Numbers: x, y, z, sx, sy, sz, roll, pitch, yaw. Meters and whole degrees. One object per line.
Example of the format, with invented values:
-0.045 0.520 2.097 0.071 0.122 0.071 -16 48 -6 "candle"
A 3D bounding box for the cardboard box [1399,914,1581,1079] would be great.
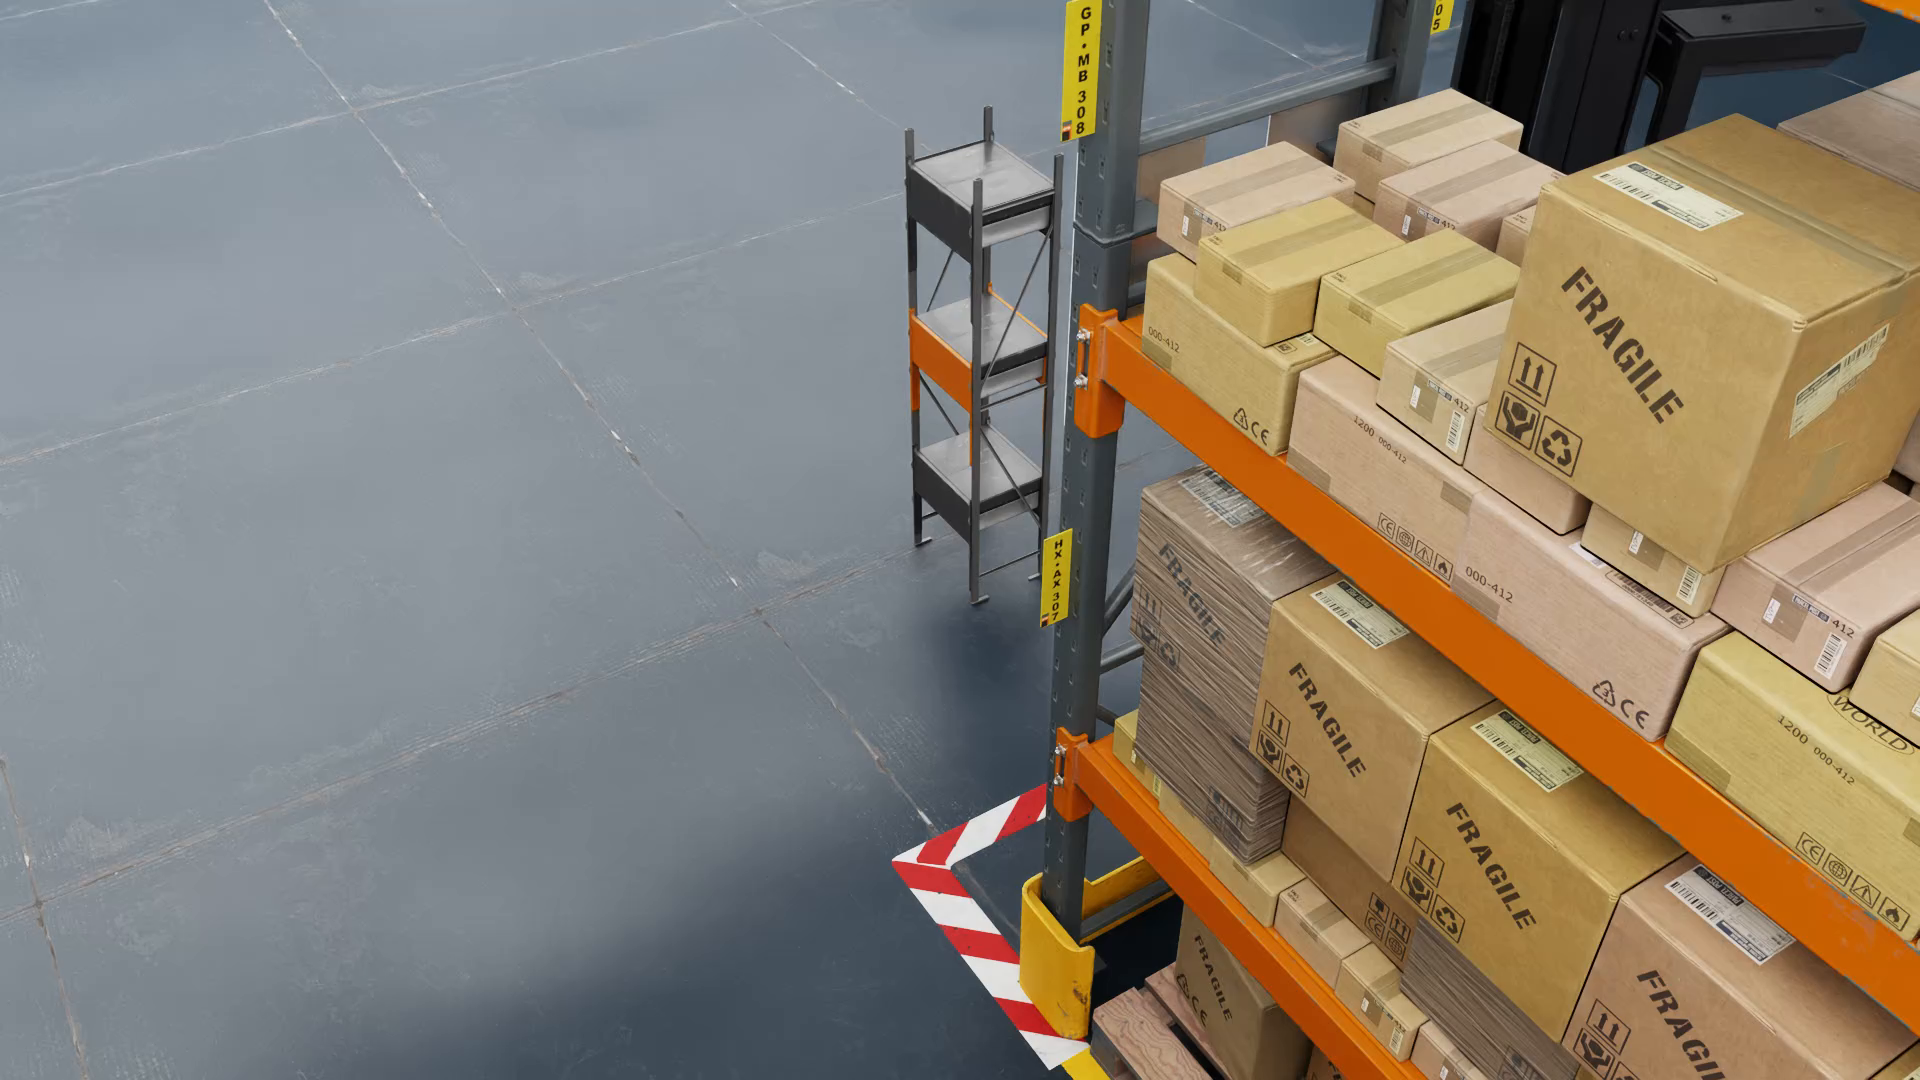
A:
1.604 0.922 4.051 0.875 0.500 0.500 -22 45 -24 "cardboard box"

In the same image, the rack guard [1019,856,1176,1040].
0.770 1.256 5.913 1.175 0.500 0.348 -22 45 -24 "rack guard"

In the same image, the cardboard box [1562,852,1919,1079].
1.602 0.918 3.274 0.500 0.500 0.500 -22 45 -24 "cardboard box"

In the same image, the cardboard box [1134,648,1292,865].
1.002 0.408 4.667 0.875 0.500 0.500 -22 45 -24 "cardboard box"

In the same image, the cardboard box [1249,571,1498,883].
1.058 0.381 3.919 0.500 0.500 0.500 -22 45 -24 "cardboard box"

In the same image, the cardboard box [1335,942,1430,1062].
1.202 1.134 4.303 0.380 0.149 0.250 -22 45 -24 "cardboard box"

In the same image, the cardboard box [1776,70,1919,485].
1.776 -0.493 3.015 0.500 0.500 0.500 -22 45 -24 "cardboard box"

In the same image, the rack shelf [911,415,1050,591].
0.089 -0.169 7.488 0.431 0.518 0.480 -22 45 -24 "rack shelf"

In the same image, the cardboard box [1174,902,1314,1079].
1.051 1.396 5.416 0.500 0.500 0.500 -14 42 -17 "cardboard box"

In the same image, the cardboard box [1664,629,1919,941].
1.600 0.333 2.842 0.500 0.250 0.500 -21 44 -23 "cardboard box"

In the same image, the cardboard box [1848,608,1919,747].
1.678 0.204 2.685 0.380 0.149 0.250 -24 45 -26 "cardboard box"

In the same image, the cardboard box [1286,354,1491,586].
1.053 -0.215 3.499 0.500 0.250 0.500 -23 45 -25 "cardboard box"

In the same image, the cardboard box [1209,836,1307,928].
0.922 0.869 4.621 0.380 0.149 0.250 -22 45 -24 "cardboard box"

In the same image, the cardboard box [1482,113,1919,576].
1.300 -0.348 2.841 0.500 0.500 0.500 -22 45 -25 "cardboard box"

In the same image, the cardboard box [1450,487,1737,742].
1.316 0.054 3.177 0.500 0.250 0.500 -22 45 -25 "cardboard box"

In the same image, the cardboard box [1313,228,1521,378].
0.980 -0.498 3.527 0.380 0.149 0.250 -23 45 -25 "cardboard box"

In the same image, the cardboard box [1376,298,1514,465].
1.066 -0.326 3.322 0.380 0.149 0.250 -20 44 -23 "cardboard box"

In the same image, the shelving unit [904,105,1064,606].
0.089 -0.717 7.031 0.431 2.100 0.503 -22 45 -24 "shelving unit"

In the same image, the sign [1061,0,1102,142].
0.272 -1.047 3.697 0.100 0.325 0.005 -22 45 -24 "sign"

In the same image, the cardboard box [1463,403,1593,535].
1.194 -0.194 3.163 0.380 0.149 0.250 -22 45 -25 "cardboard box"

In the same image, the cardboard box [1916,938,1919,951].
1.864 0.604 2.517 0.500 0.250 0.500 -23 45 -25 "cardboard box"

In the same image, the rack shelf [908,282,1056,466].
0.089 -0.707 7.040 0.431 0.518 0.480 -22 45 -24 "rack shelf"

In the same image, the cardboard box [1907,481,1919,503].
1.943 -0.082 3.028 0.380 0.149 0.250 -25 46 -26 "cardboard box"

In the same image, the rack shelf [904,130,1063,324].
0.089 -1.245 6.592 0.431 0.518 0.480 -22 45 -24 "rack shelf"

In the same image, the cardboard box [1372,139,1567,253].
1.183 -0.770 3.854 0.380 0.149 0.250 -24 45 -26 "cardboard box"

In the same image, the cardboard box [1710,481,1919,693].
1.527 0.067 2.849 0.380 0.149 0.250 -23 45 -25 "cardboard box"

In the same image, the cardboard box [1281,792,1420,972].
1.372 0.637 4.393 0.875 0.500 0.500 -22 45 -24 "cardboard box"

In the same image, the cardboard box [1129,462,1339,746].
0.795 0.109 4.246 0.500 0.500 0.500 -22 45 -24 "cardboard box"

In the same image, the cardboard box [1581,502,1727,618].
1.353 -0.051 2.991 0.380 0.149 0.250 -24 46 -26 "cardboard box"

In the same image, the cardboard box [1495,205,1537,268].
1.422 -0.660 3.722 0.380 0.149 0.250 -24 46 -26 "cardboard box"

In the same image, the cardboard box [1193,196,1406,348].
0.740 -0.592 3.640 0.380 0.149 0.250 -21 44 -23 "cardboard box"

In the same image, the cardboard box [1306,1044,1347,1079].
1.401 1.707 5.043 0.500 0.500 0.500 -11 41 -13 "cardboard box"

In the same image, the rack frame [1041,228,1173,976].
0.729 0.255 5.162 1.000 3.000 0.127 -22 45 -24 "rack frame"

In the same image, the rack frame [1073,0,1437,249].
0.729 -2.050 3.241 1.000 3.000 0.127 -22 45 -24 "rack frame"

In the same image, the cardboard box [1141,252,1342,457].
0.771 -0.491 3.831 0.500 0.250 0.500 -21 44 -23 "cardboard box"

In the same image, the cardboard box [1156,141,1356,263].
0.683 -0.765 3.848 0.380 0.149 0.250 -23 45 -25 "cardboard box"

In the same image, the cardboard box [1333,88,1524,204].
1.142 -0.951 4.071 0.380 0.149 0.250 -22 45 -24 "cardboard box"

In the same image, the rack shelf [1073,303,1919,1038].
1.805 0.458 3.136 1.077 0.370 4.000 -22 45 -24 "rack shelf"

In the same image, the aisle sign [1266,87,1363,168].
0.949 -0.881 4.494 0.394 0.787 0.004 -22 45 -24 "aisle sign"

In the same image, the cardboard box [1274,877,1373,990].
1.074 0.997 4.468 0.380 0.149 0.250 -22 45 -24 "cardboard box"

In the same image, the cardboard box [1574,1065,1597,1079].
1.863 1.196 3.722 0.875 0.500 0.500 -22 45 -24 "cardboard box"

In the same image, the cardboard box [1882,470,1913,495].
1.835 -0.246 3.225 0.380 0.149 0.250 -24 46 -26 "cardboard box"

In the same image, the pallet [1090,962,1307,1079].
1.177 1.818 5.464 1.003 0.211 1.213 -22 45 -24 "pallet"

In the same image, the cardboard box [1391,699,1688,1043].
1.328 0.650 3.596 0.500 0.500 0.500 -22 45 -24 "cardboard box"

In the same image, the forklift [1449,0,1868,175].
2.875 -1.430 7.237 3.031 2.935 1.130 -7 40 -8 "forklift"

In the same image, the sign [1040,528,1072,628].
0.272 0.109 4.660 0.100 0.325 0.005 -22 45 -24 "sign"

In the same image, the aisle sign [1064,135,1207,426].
0.443 -0.674 4.246 0.394 0.787 0.004 -22 45 -24 "aisle sign"

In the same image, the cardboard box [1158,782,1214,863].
0.800 0.729 4.789 0.380 0.149 0.250 -22 45 -24 "cardboard box"

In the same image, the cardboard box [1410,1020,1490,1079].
1.359 1.259 4.152 0.380 0.149 0.250 -22 45 -24 "cardboard box"

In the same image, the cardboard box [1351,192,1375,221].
1.203 -0.667 4.042 0.500 0.250 0.500 -21 44 -23 "cardboard box"

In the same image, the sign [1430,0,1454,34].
1.208 -1.418 4.134 0.100 0.325 0.005 -22 45 -24 "sign"

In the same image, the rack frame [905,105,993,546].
-0.042 -0.849 7.189 0.400 2.100 0.015 -22 45 -24 "rack frame"

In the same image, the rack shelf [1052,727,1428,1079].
1.805 1.611 4.097 1.077 0.370 4.000 -22 45 -24 "rack shelf"

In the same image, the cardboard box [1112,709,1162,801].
0.682 0.587 4.959 0.380 0.149 0.250 -22 45 -24 "cardboard box"

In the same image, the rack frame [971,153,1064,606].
0.220 -0.586 6.873 0.400 2.100 0.015 -22 45 -24 "rack frame"
